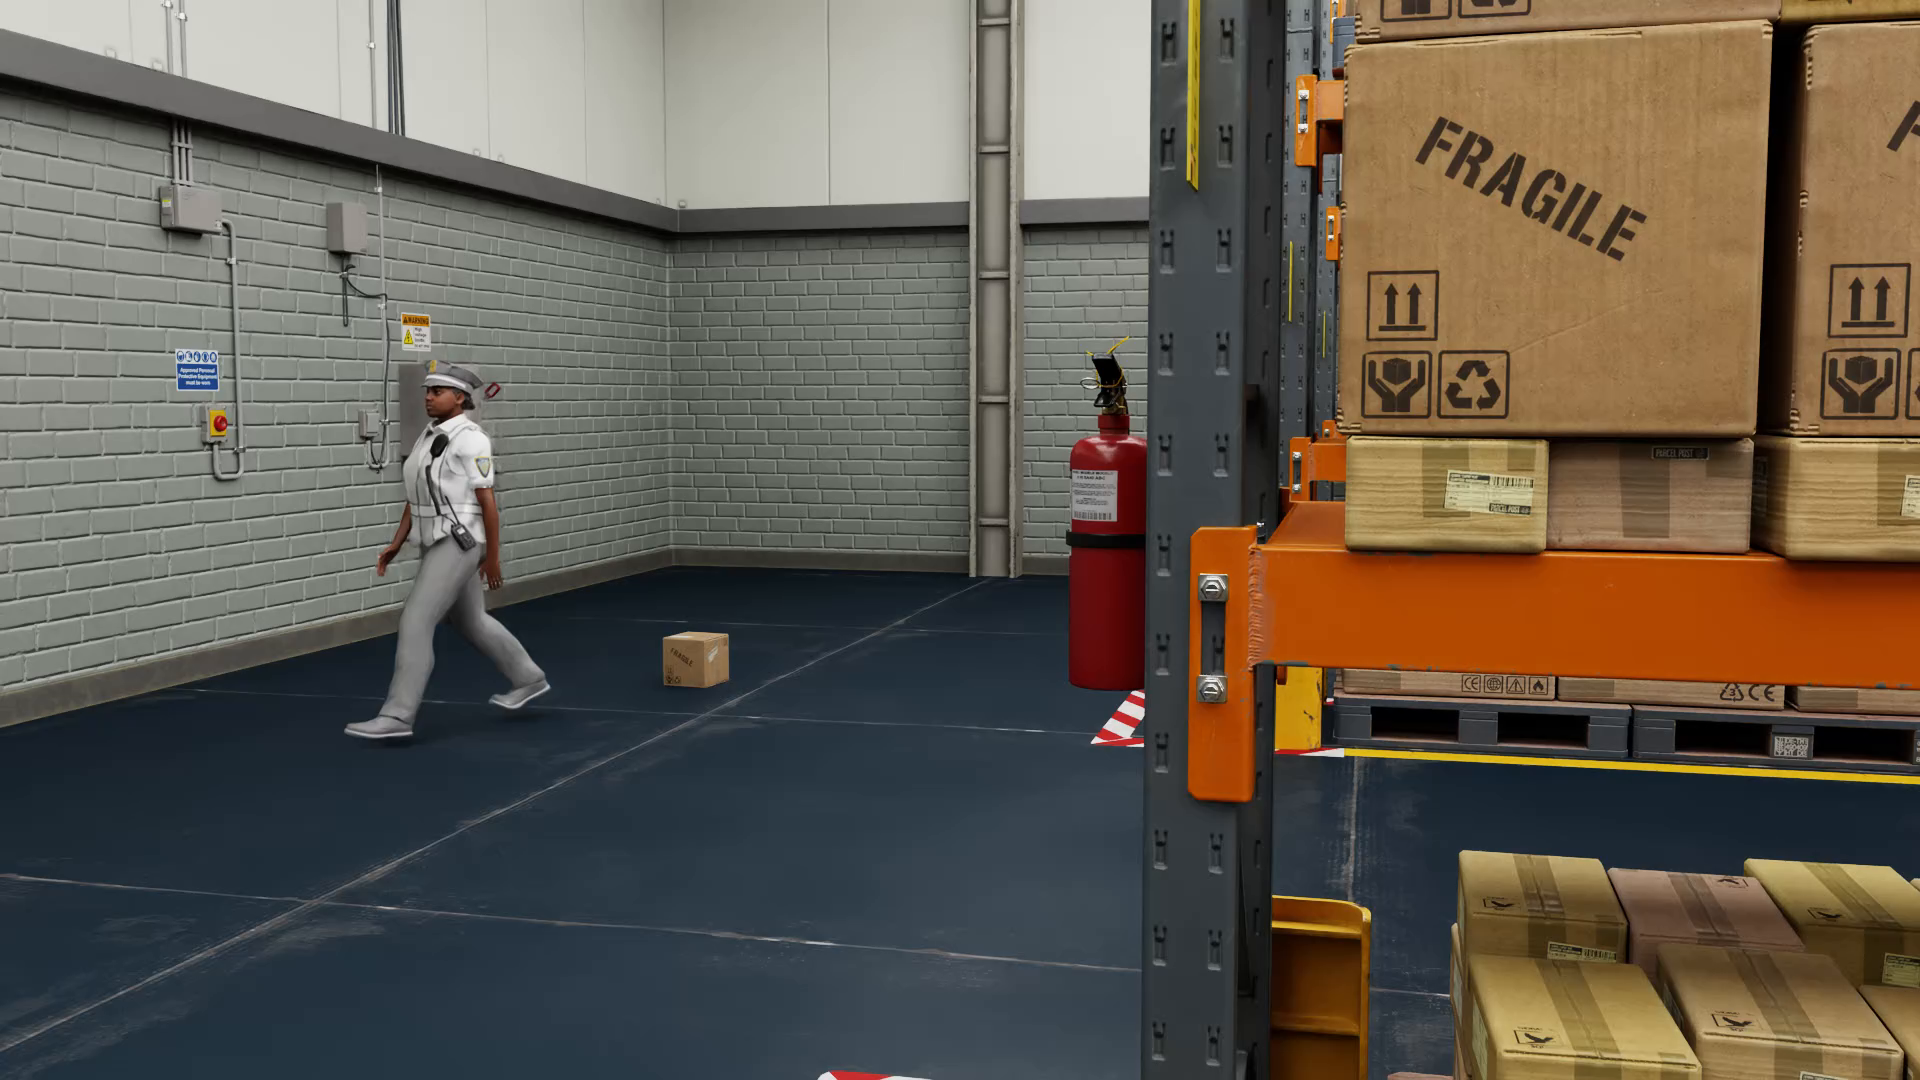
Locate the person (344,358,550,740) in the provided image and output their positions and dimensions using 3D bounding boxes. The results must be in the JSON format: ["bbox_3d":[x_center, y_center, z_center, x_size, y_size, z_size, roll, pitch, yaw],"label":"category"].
[{"bbox_3d":[-2.276,0.017,7.368,1.025,1.635,0.447,-4,7,-41],"label":"person"}]
